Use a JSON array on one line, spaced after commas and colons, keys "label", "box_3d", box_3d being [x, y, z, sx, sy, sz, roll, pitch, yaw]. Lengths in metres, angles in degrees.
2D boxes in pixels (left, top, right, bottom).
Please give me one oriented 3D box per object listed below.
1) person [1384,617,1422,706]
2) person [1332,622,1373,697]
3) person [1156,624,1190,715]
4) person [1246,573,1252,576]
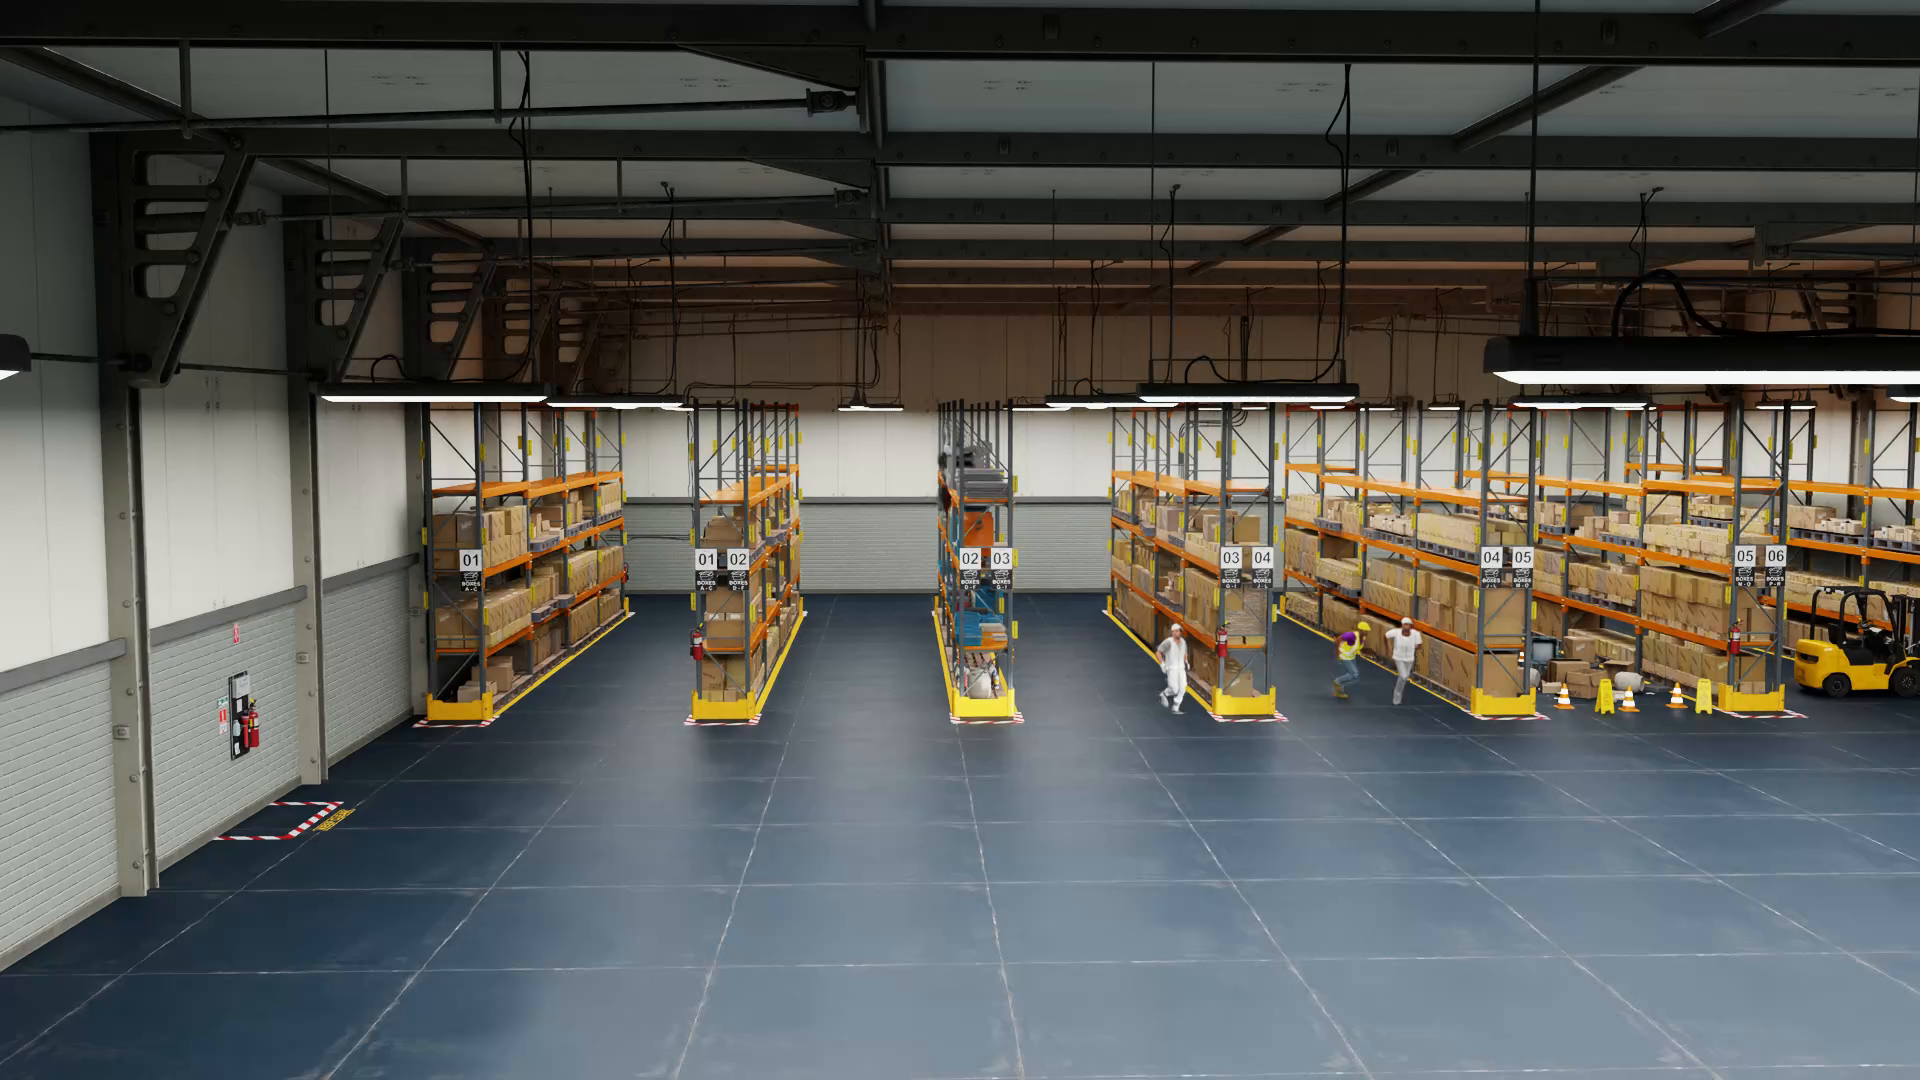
[{"label": "person", "box_3d": [8.709, 2.379, 32.627, 0.662, 1.759, 0.839, -1, 4, -7]}, {"label": "person", "box_3d": [7.828, 2.407, 33.312, 0.829, 1.577, 0.735, 4, 6, 43]}, {"label": "person", "box_3d": [4.064, 2.455, 31.715, 0.684, 1.736, 0.643, -2, 5, -27]}, {"label": "person", "box_3d": [8.045, 1.399, 46.619, 0.544, 1.641, 0.740, 0, 4, -1]}]
